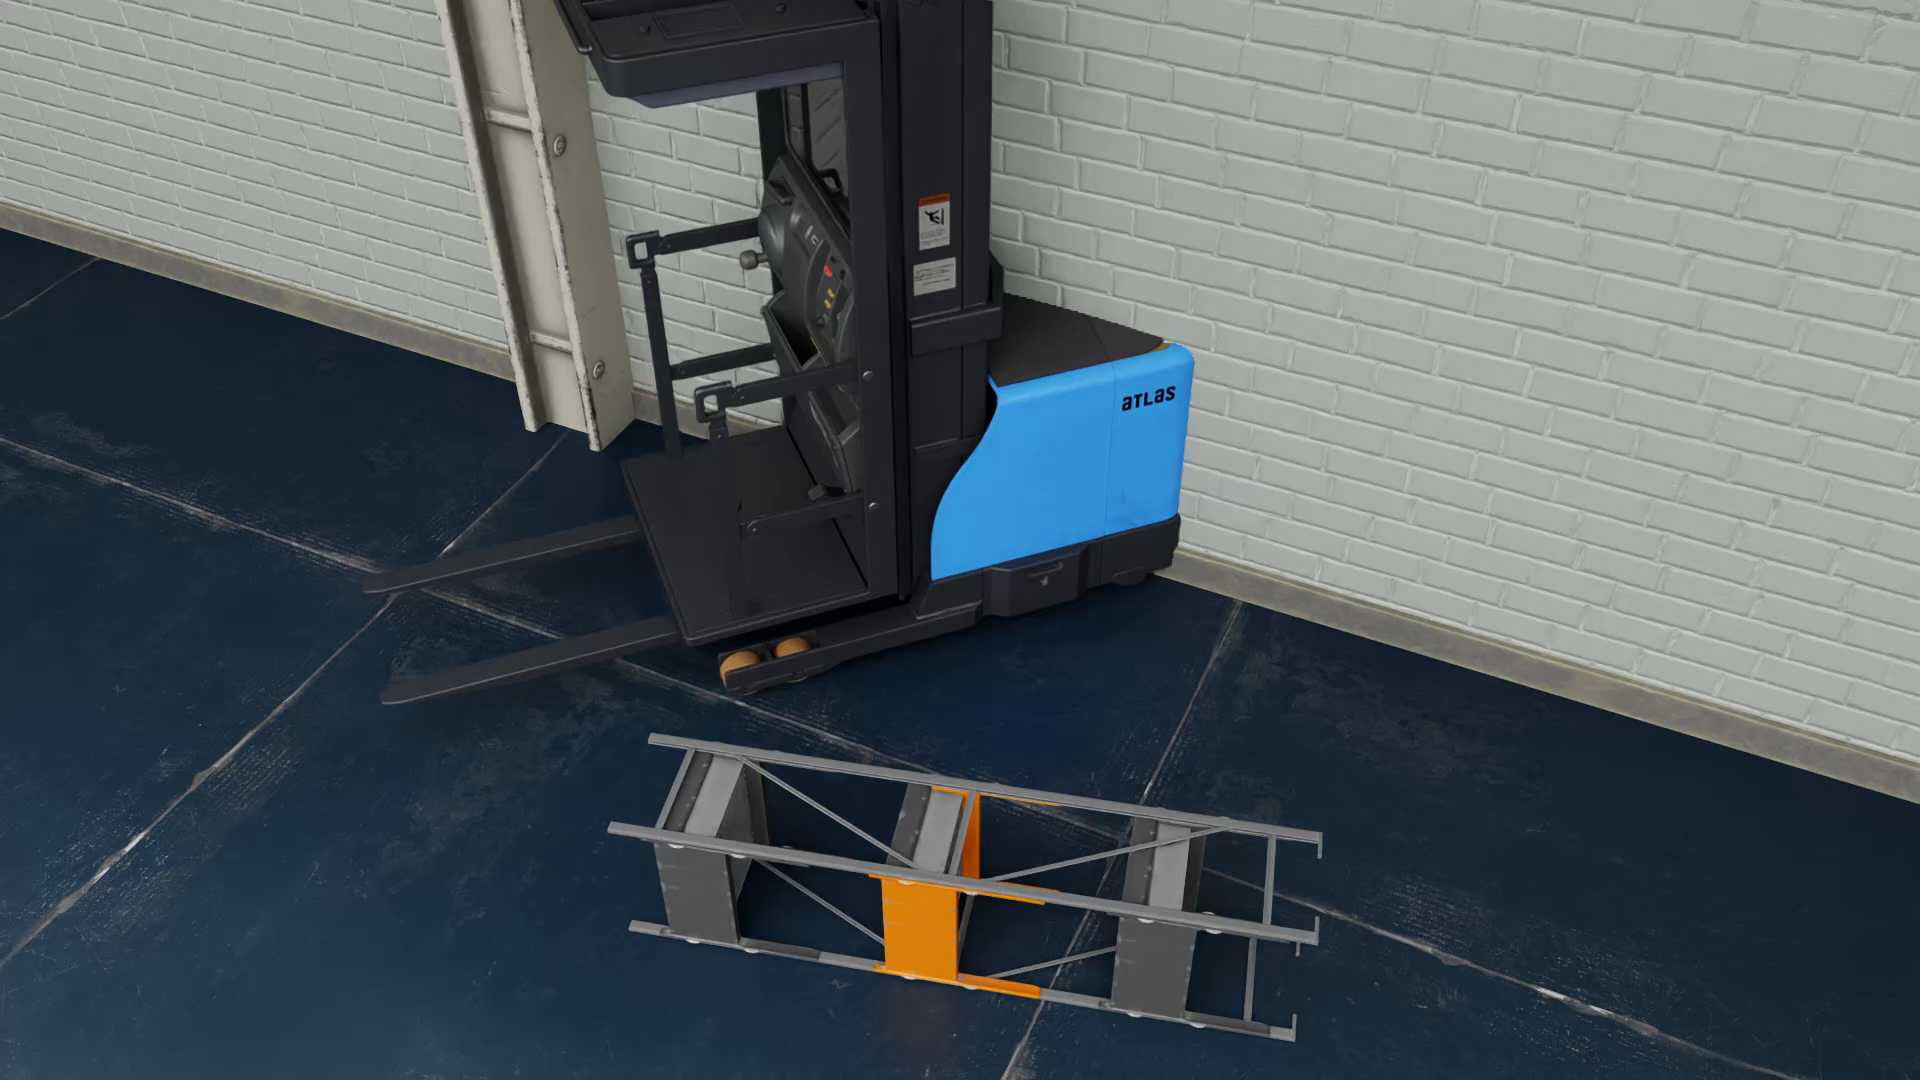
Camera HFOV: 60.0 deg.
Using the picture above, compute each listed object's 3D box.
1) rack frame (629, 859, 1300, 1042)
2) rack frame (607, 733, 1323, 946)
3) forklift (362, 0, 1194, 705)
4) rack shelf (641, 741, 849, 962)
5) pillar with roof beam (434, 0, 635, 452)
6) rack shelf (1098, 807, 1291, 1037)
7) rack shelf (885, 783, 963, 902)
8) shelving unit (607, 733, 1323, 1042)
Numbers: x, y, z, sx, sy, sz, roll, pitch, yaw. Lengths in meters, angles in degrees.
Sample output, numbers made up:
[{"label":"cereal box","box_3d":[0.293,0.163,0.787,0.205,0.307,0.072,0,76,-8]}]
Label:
[{"label":"rack frame","box_3d":[0.014,1.244,5.293,2.100,0.015,0.400,7,41,8]},{"label":"rack frame","box_3d":[0.014,0.875,4.973,2.100,0.015,0.400,7,41,8]},{"label":"forklift","box_3d":[-0.707,-0.930,5.585,3.031,2.935,1.130,-14,43,-16]},{"label":"rack shelf","box_3d":[-0.660,0.974,5.232,0.518,0.480,0.431,7,41,8]},{"label":"pillar with roof beam","box_3d":[-3.491,-1.371,1.461,0.400,9.000,9.100,17,44,19]},{"label":"rack shelf","box_3d":[0.715,1.149,5.030,0.518,0.480,0.431,7,41,8]},{"label":"rack shelf","box_3d":[-0.107,1.044,5.151,0.174,0.457,0.368,7,41,8]},{"label":"shelving unit","box_3d":[0.014,1.060,5.133,2.100,0.503,0.431,7,41,8]}]
